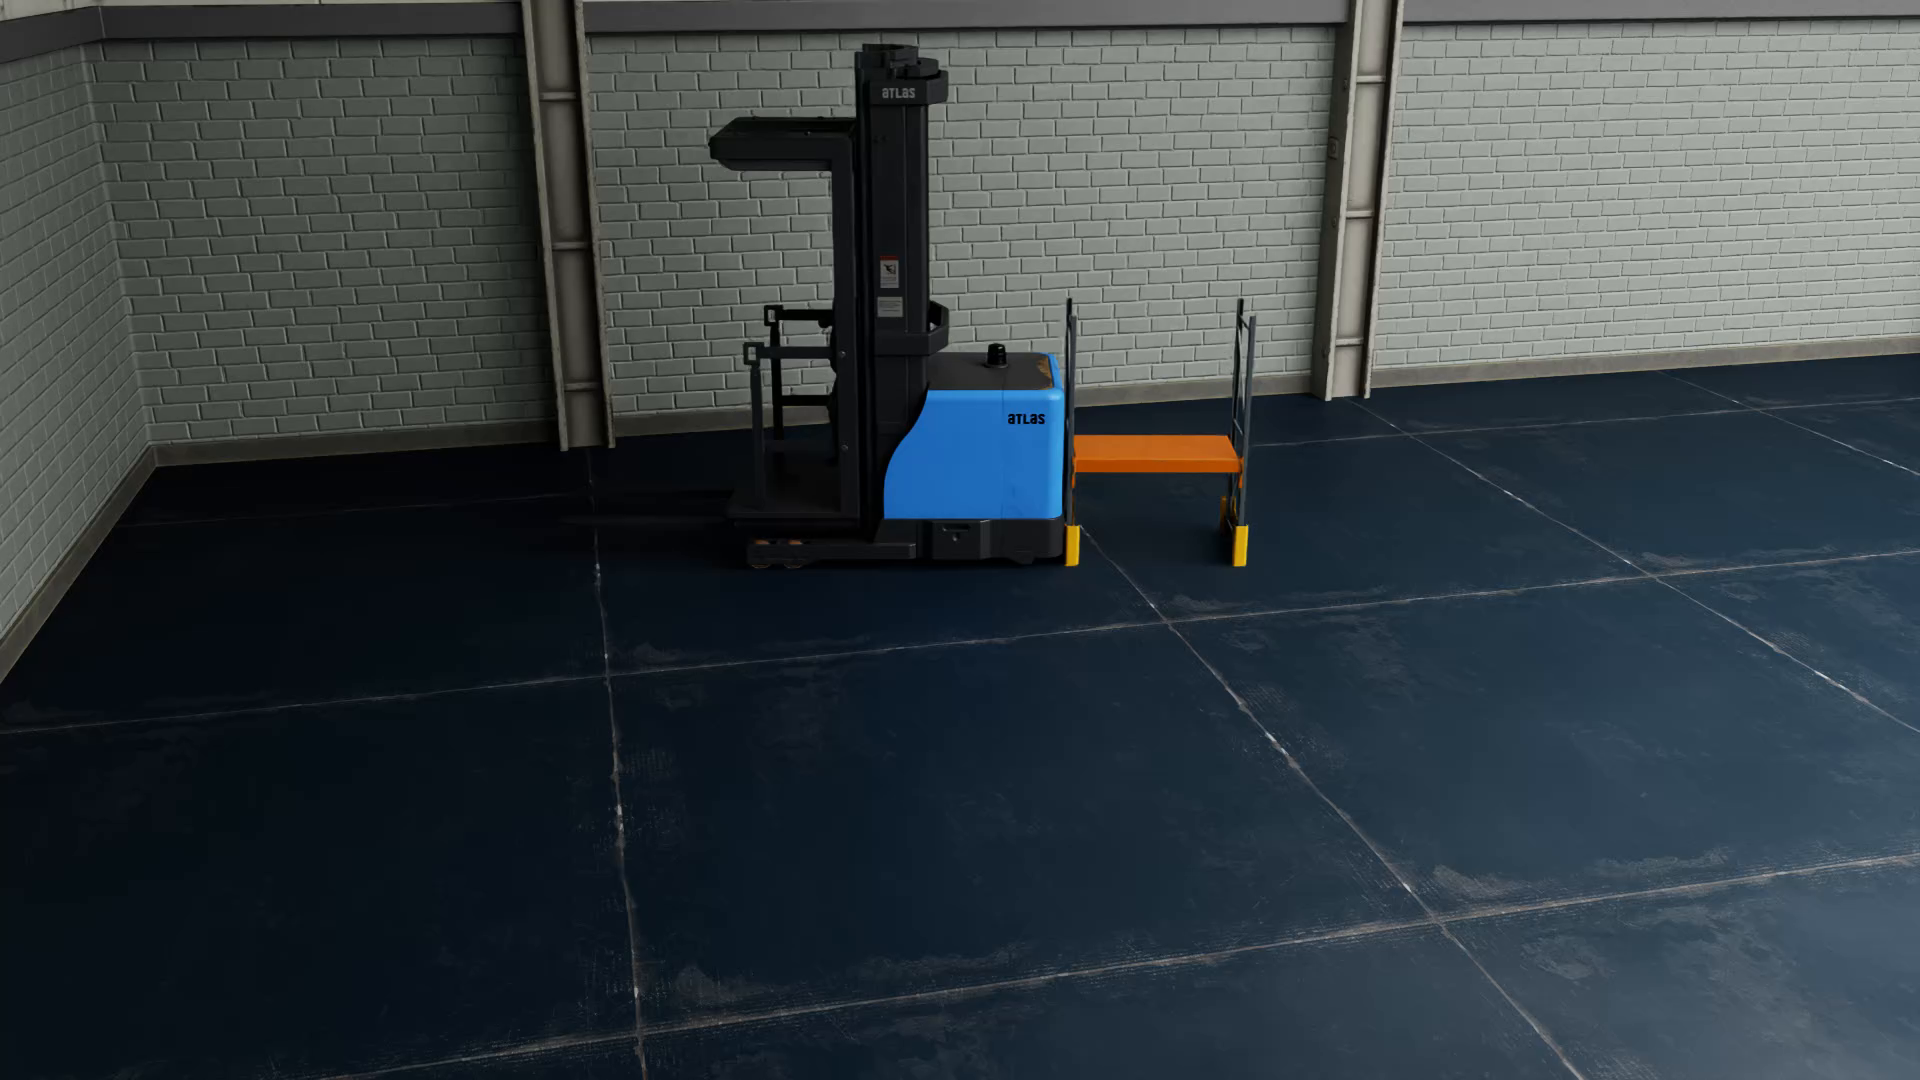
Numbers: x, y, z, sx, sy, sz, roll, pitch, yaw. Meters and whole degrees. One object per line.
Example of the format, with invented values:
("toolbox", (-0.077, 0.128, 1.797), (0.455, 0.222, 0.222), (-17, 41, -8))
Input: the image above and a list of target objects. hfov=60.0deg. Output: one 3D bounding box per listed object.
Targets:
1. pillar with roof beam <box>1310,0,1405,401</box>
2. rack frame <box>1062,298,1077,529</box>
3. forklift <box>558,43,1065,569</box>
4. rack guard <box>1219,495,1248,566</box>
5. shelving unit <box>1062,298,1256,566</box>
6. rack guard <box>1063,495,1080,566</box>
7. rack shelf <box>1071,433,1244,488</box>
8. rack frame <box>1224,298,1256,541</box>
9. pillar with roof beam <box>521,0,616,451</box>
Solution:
("pillar with roof beam", (4.082, -3.971, 8.072), (0.400, 9.000, 9.100), (-5, 21, -12))
("rack frame", (0.647, -0.650, 9.909), (0.032, 1.500, 0.500), (0, 20, 0))
("forklift", (-0.897, -1.387, 9.839), (3.031, 2.935, 1.130), (0, 20, 0))
("rack guard", (1.663, -0.061, 10.118), (0.087, 0.250, 0.587), (0, 20, 0))
("shelving unit", (1.165, -0.649, 9.906), (1.083, 1.500, 0.587), (0, 20, 0))
("rack guard", (0.667, -0.063, 10.124), (0.087, 0.250, 0.587), (0, 20, 0))
("rack shelf", (1.155, -0.480, 9.968), (1.000, 0.185, 0.538), (0, 20, 0))
("rack frame", (1.664, -0.648, 9.903), (0.032, 1.500, 0.500), (0, 20, 0))
("pillar with roof beam", (-1.757, -3.496, 6.776), (0.400, 9.000, 9.100), (-5, 21, -12))
